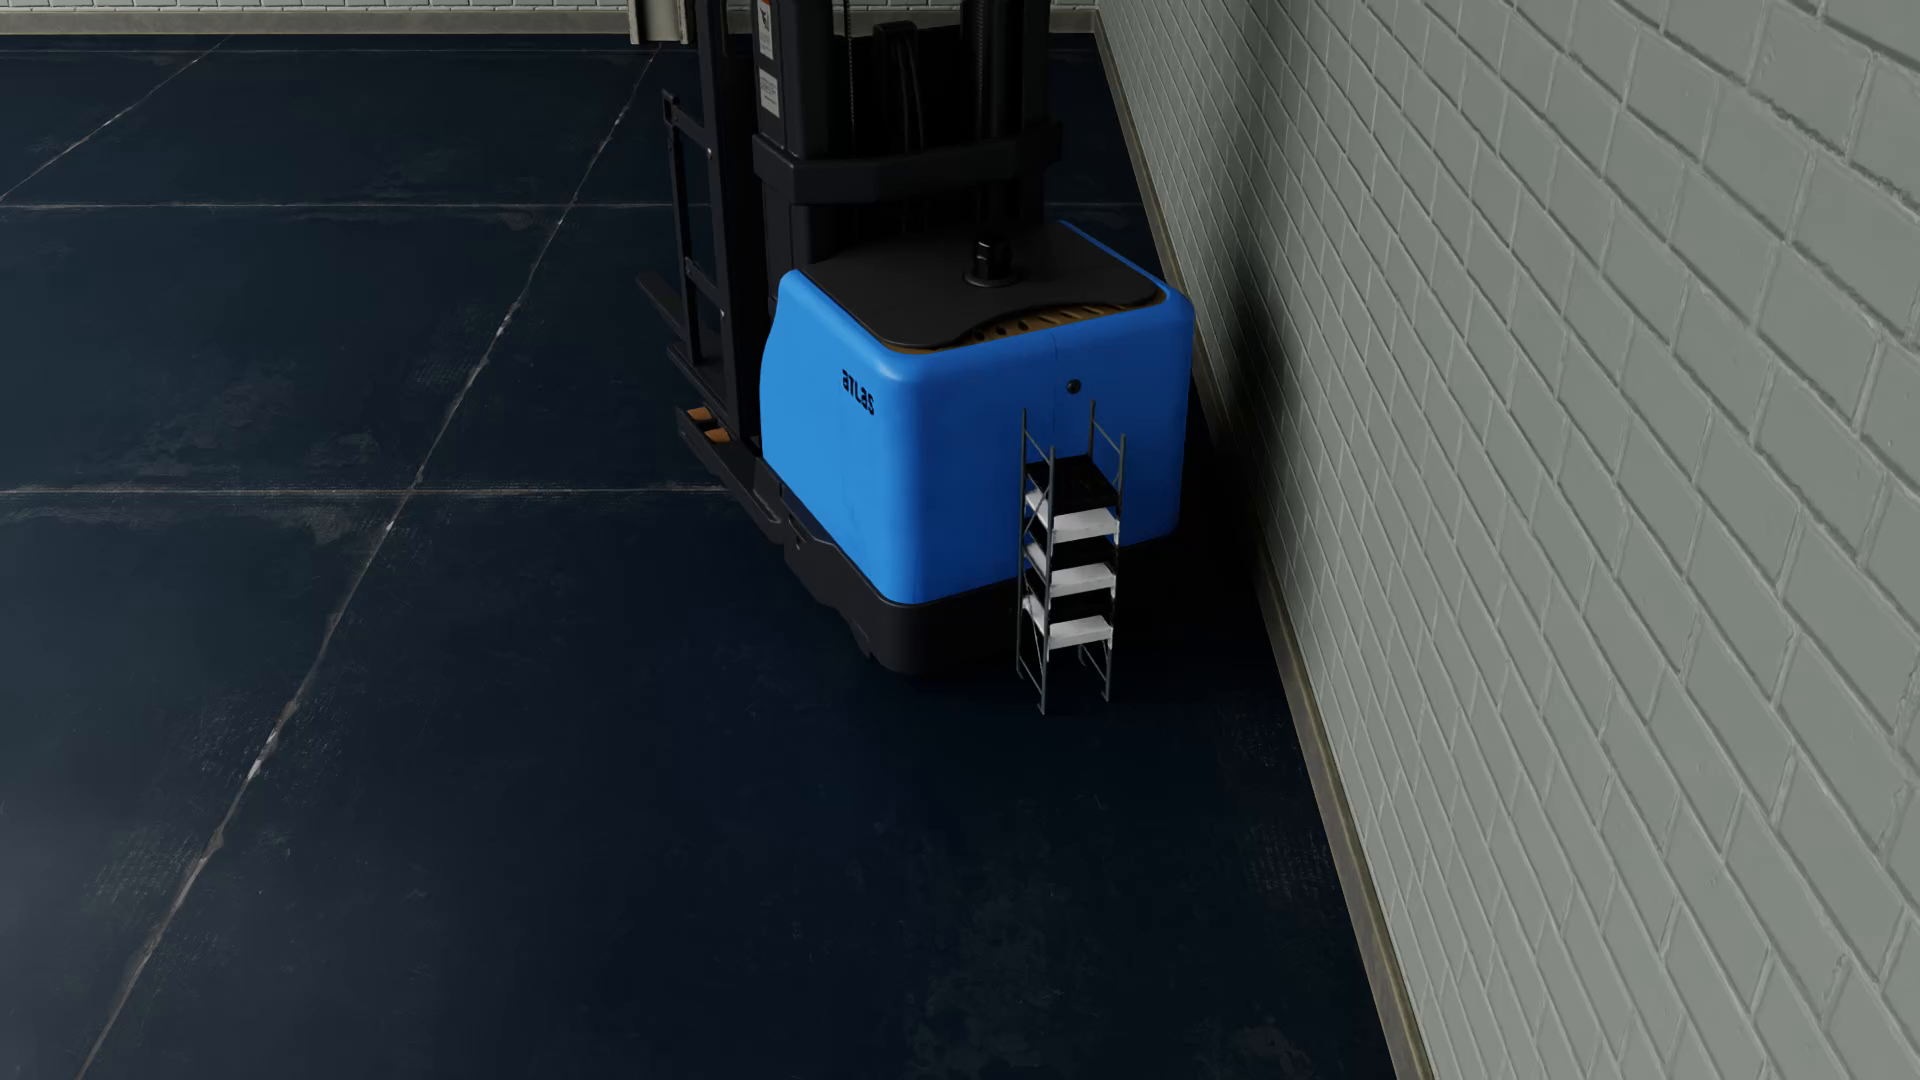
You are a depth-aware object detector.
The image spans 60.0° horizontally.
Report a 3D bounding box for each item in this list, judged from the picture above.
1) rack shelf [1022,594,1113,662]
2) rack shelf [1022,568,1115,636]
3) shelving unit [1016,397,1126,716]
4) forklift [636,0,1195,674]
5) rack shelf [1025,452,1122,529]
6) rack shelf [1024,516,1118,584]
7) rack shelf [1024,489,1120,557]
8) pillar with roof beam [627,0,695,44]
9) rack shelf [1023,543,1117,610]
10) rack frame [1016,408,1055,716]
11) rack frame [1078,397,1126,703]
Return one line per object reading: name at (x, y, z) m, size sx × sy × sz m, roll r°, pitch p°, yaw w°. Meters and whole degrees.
rack shelf at (0.309, 0.240, 4.894) m, size 0.200 × 0.077 × 0.258 m, roll -10°, pitch 34°, yaw -15°
rack shelf at (0.309, 0.163, 4.846) m, size 0.200 × 0.077 × 0.258 m, roll -10°, pitch 34°, yaw -15°
shelving unit at (0.309, 0.059, 4.780) m, size 0.210 × 0.900 × 0.258 m, roll -10°, pitch 34°, yaw -15°
forklift at (-0.416, -1.595, 5.553) m, size 1.130 × 2.935 × 3.031 m, roll -15°, pitch 34°, yaw -23°
rack shelf at (0.310, -0.141, 4.654) m, size 0.200 × 0.077 × 0.258 m, roll -10°, pitch 34°, yaw -15°
rack shelf at (0.309, 0.011, 4.750) m, size 0.200 × 0.077 × 0.258 m, roll -10°, pitch 34°, yaw -15°
rack shelf at (0.309, -0.065, 4.702) m, size 0.200 × 0.077 × 0.258 m, roll -10°, pitch 34°, yaw -15°
pillar with roof beam at (-2.014, -5.069, 5.429) m, size 0.400 × 9.000 × 9.100 m, roll 0°, pitch 31°, yaw 0°
rack shelf at (0.309, 0.087, 4.798) m, size 0.200 × 0.077 × 0.258 m, roll -10°, pitch 34°, yaw -15°
rack frame at (0.212, 0.076, 4.753) m, size 0.006 × 0.900 × 0.240 m, roll -10°, pitch 34°, yaw -15°
rack frame at (0.406, 0.042, 4.807) m, size 0.006 × 0.900 × 0.240 m, roll -10°, pitch 34°, yaw -15°
